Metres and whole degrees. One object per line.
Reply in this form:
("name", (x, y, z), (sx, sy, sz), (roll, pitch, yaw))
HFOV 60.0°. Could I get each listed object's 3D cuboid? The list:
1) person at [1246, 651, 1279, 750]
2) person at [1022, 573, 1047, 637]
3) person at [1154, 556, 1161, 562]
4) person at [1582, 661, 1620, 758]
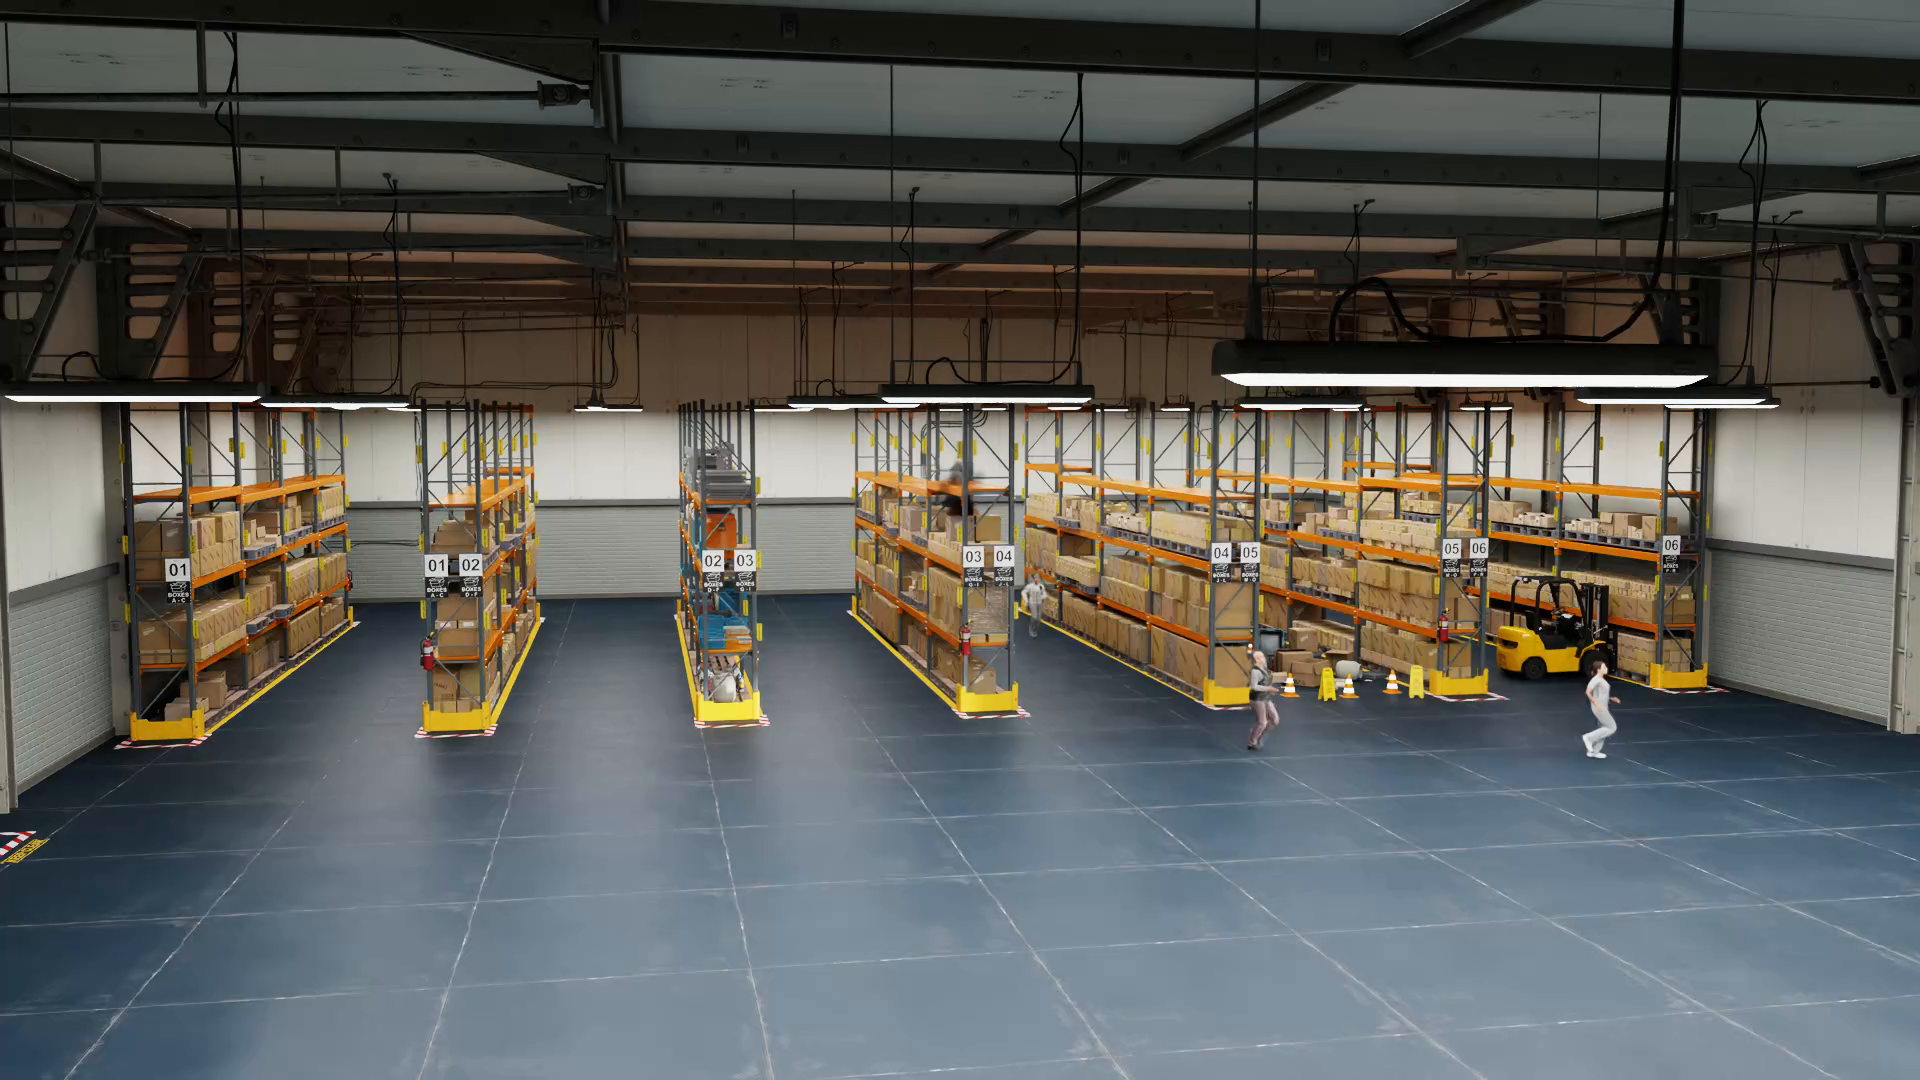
("person", (5.172, 2.738, 28.270), (0.606, 1.688, 0.646), (2, 5, 29))
("person", (1.949, 1.665, 42.578), (0.591, 1.670, 0.634), (-1, 4, -15))
("person", (6.042, 1.096, 50.808), (0.579, 1.619, 0.659), (0, 4, -4))
("person", (10.687, 2.821, 27.690), (0.557, 1.627, 0.559), (2, 5, 30))
